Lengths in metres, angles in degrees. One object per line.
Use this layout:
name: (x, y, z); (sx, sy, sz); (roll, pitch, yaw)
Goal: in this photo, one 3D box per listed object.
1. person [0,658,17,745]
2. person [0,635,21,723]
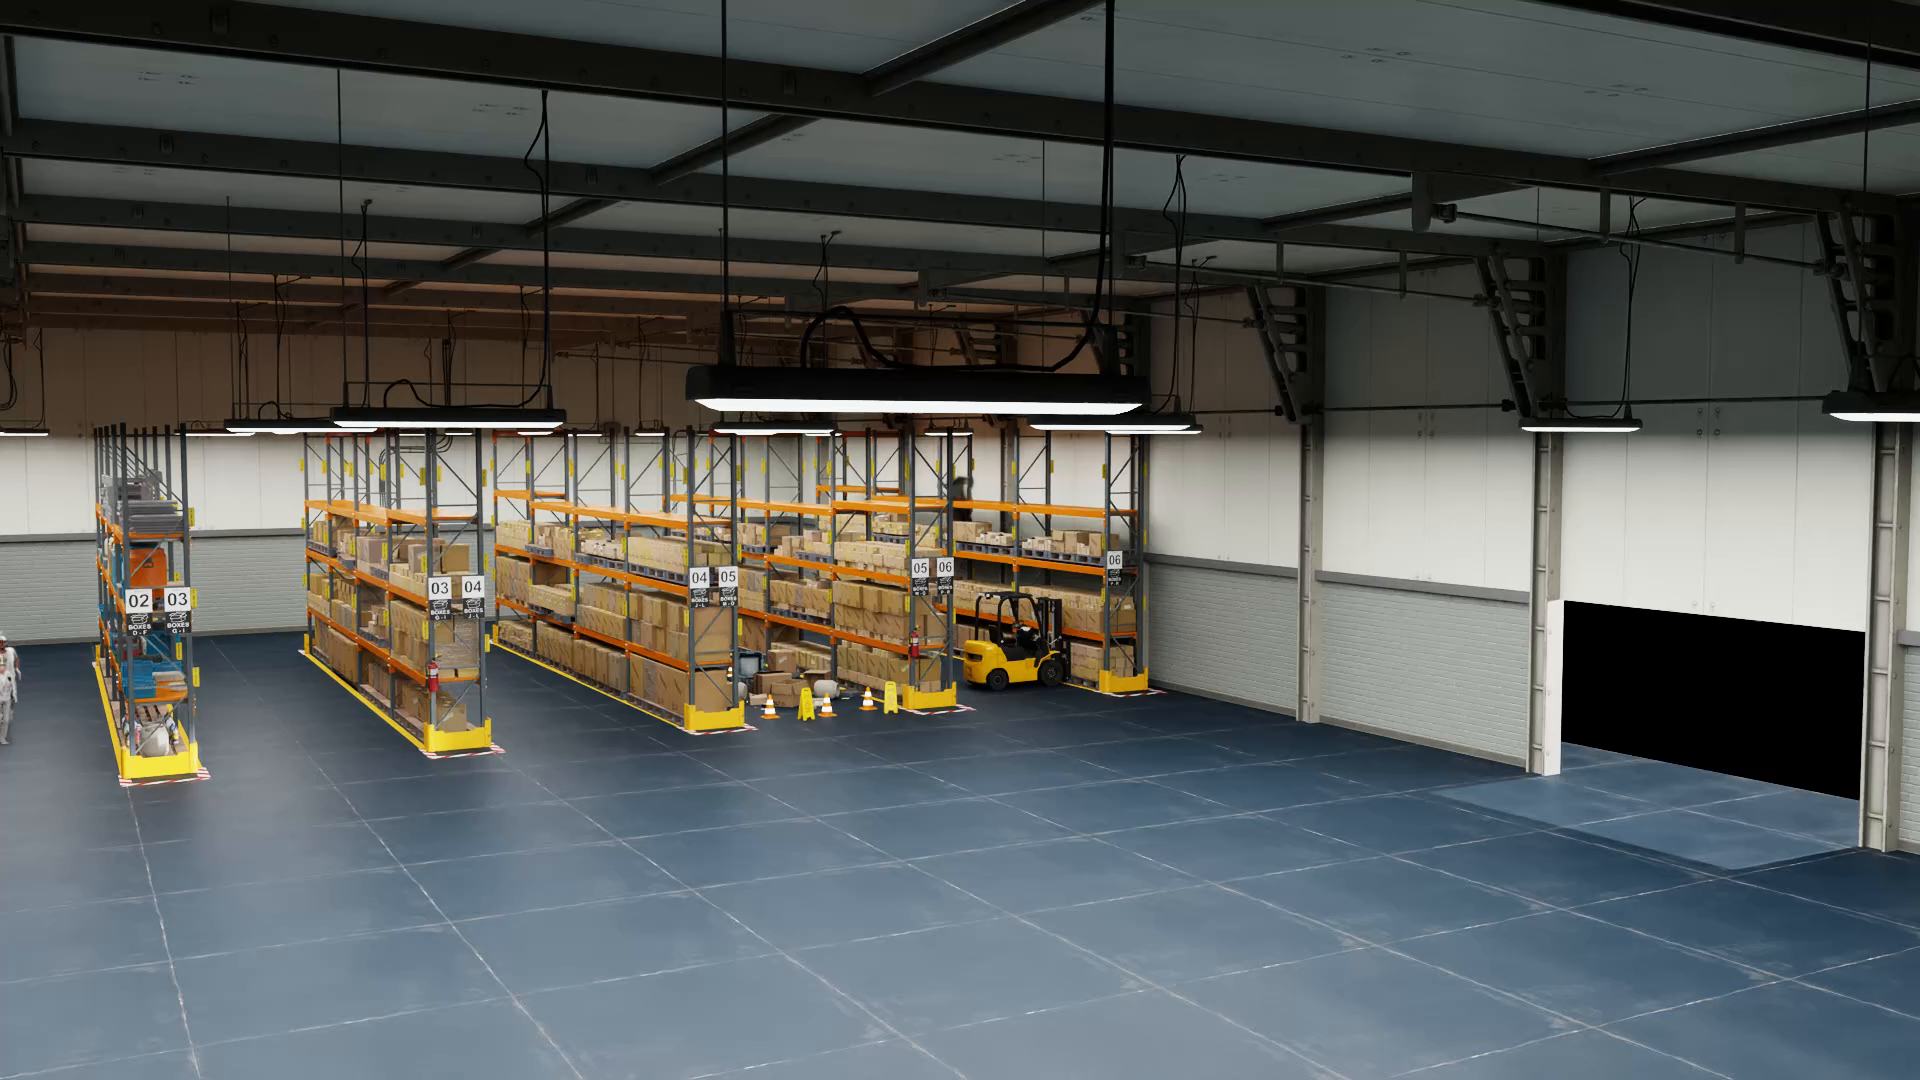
person: (-18.072, 3.023, 31.270); (0.716, 1.640, 0.609); (3, 5, 43)
person: (-19.267, 2.806, 33.503); (0.648, 1.784, 0.799); (-3, 4, -36)
